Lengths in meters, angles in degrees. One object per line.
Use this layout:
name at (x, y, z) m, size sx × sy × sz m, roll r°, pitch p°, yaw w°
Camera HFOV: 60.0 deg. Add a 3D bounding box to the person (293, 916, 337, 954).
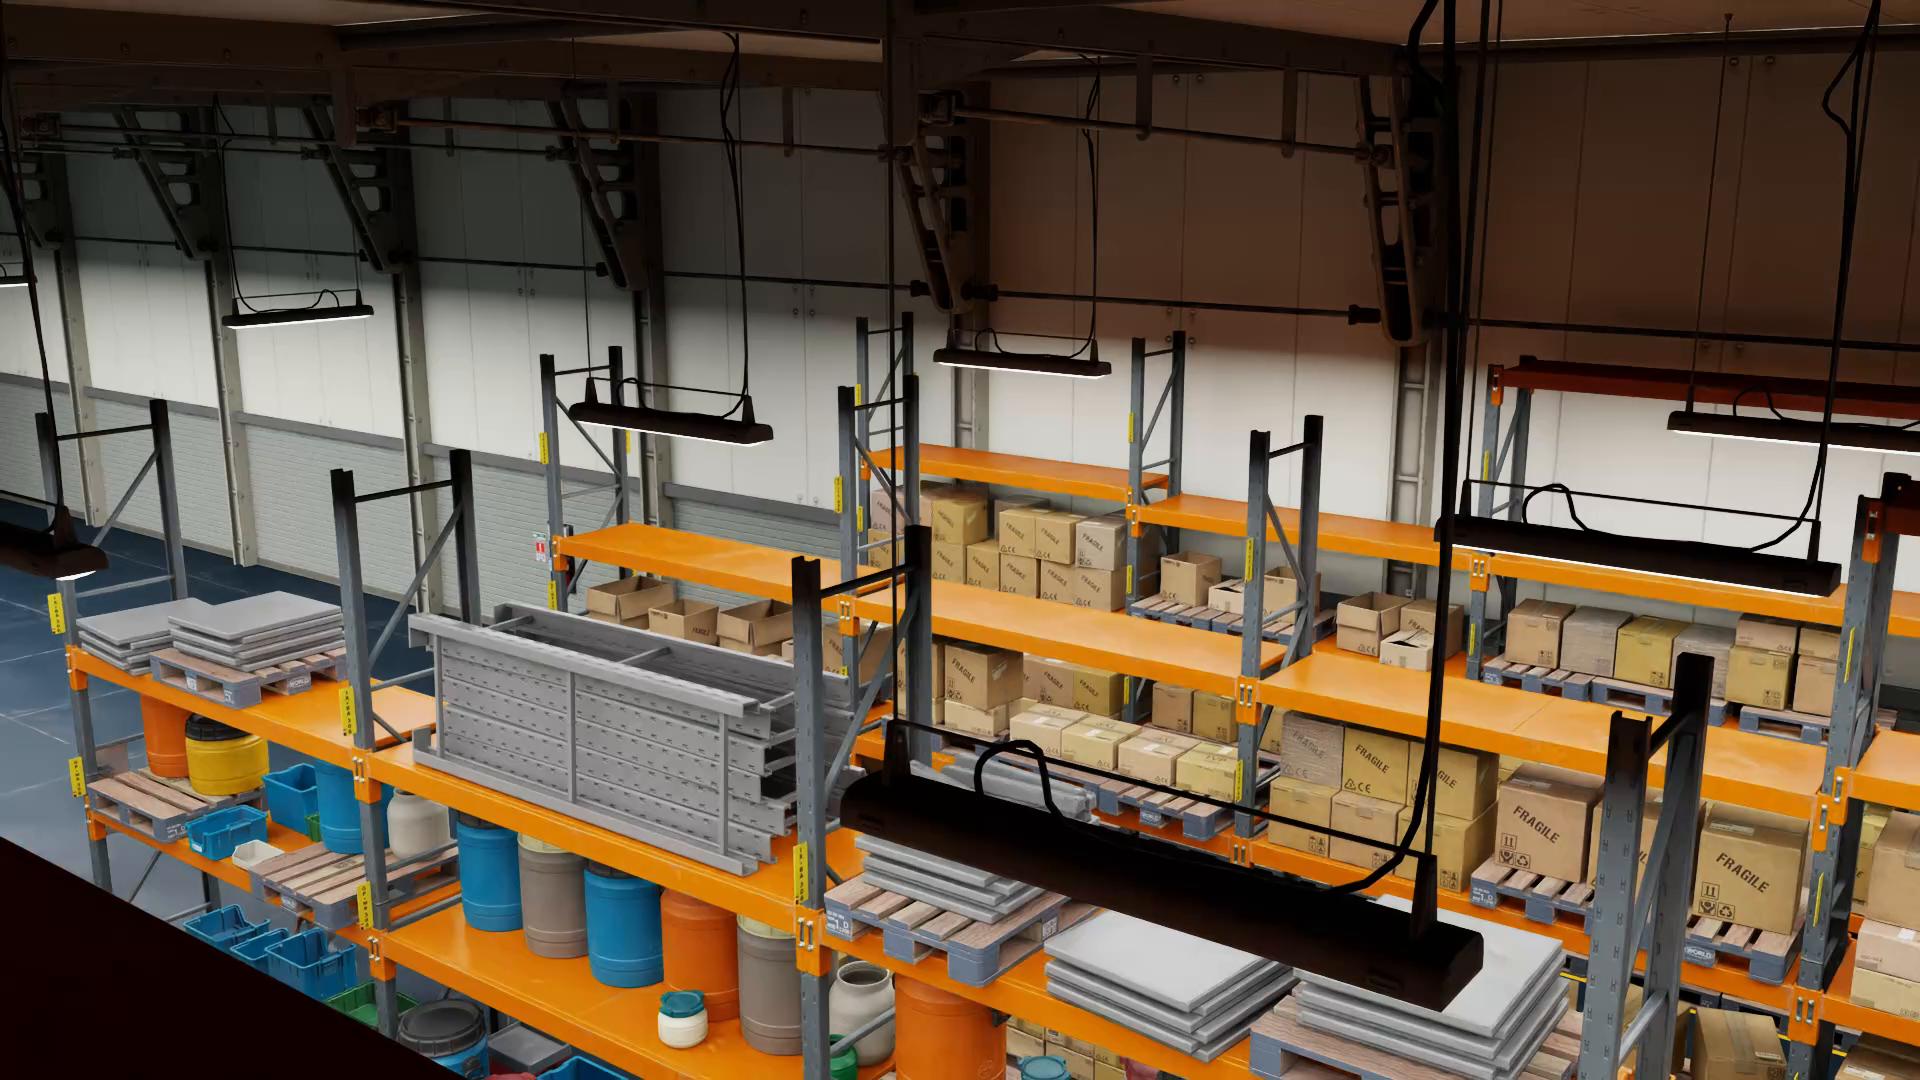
person at (-6.114, 3.667, 15.925) m, size 0.369 × 1.745 × 0.512 m, roll 4°, pitch 14°, yaw 18°
